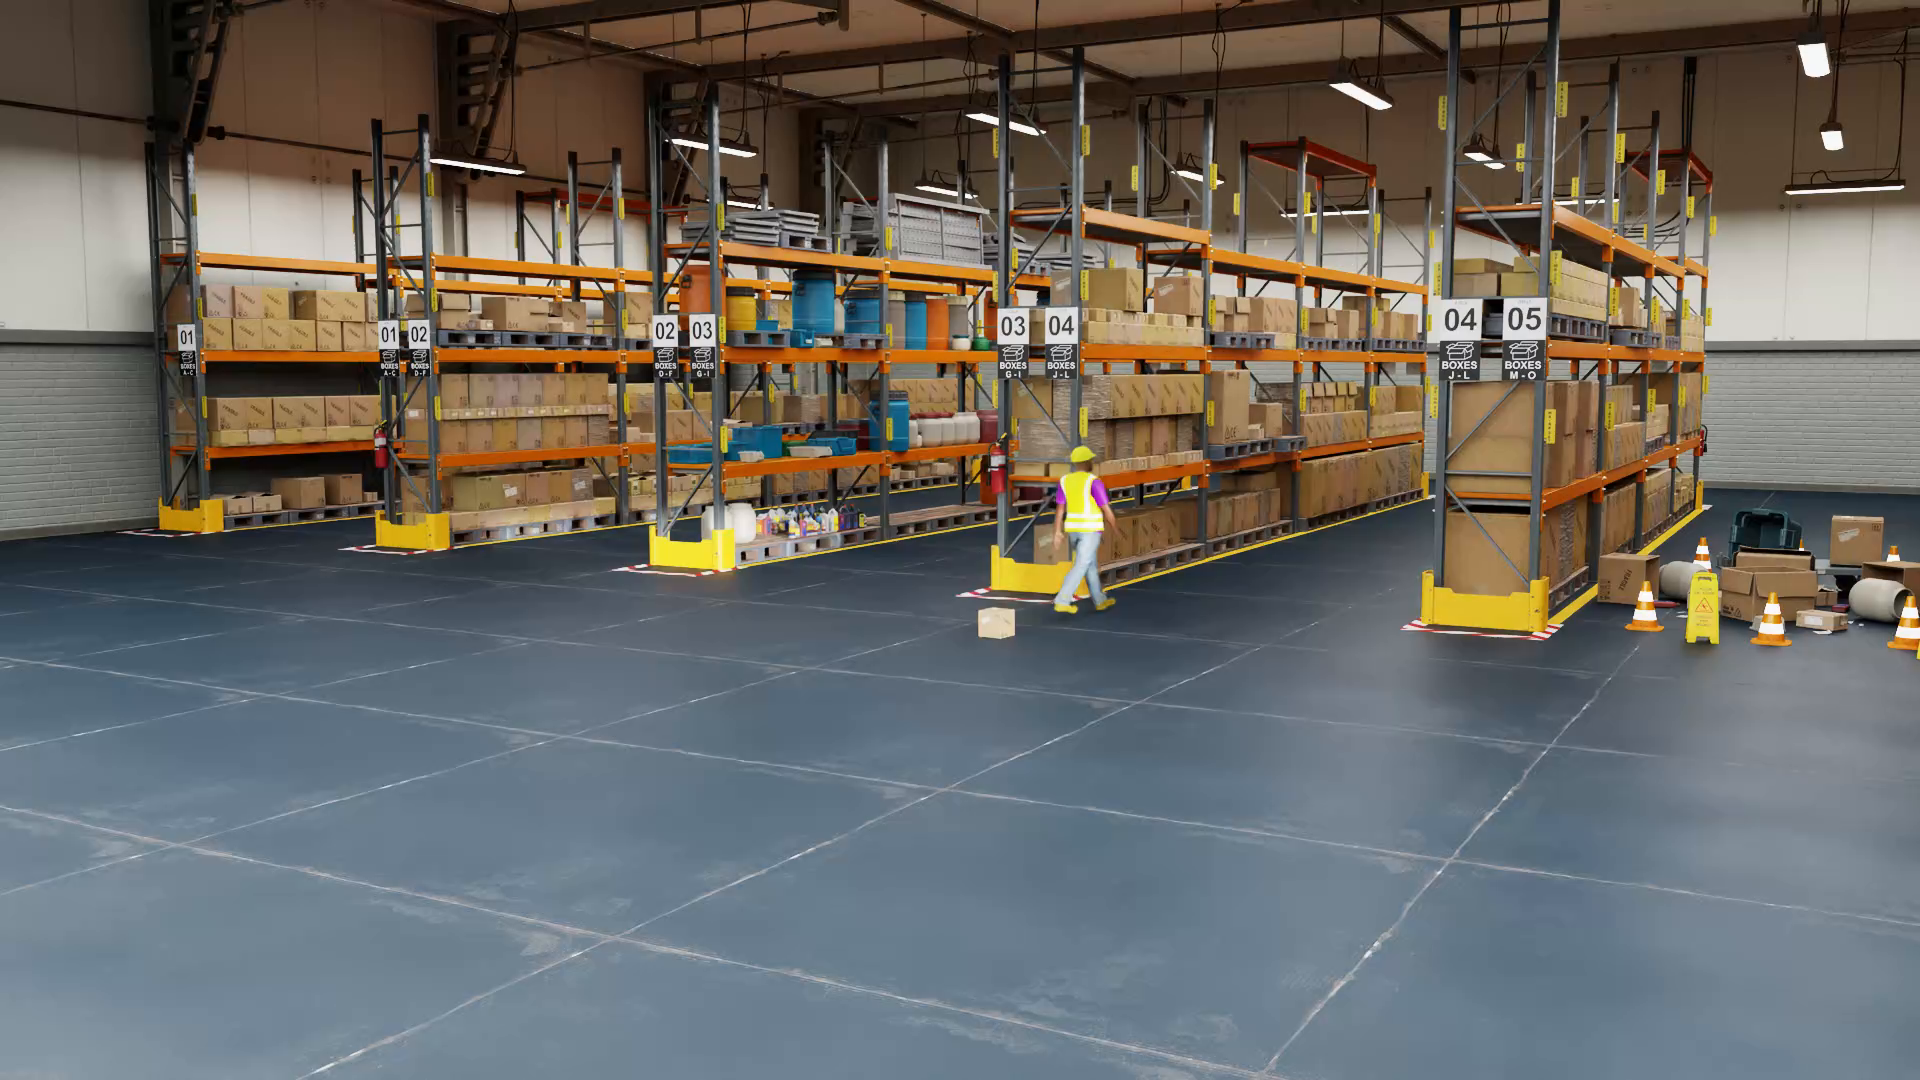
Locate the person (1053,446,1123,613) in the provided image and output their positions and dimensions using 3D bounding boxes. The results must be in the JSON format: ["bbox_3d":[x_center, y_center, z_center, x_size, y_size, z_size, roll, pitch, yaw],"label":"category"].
[{"bbox_3d":[1.322,-0.099,17.013,1.047,1.724,0.613,-5,8,-42],"label":"person"}]
